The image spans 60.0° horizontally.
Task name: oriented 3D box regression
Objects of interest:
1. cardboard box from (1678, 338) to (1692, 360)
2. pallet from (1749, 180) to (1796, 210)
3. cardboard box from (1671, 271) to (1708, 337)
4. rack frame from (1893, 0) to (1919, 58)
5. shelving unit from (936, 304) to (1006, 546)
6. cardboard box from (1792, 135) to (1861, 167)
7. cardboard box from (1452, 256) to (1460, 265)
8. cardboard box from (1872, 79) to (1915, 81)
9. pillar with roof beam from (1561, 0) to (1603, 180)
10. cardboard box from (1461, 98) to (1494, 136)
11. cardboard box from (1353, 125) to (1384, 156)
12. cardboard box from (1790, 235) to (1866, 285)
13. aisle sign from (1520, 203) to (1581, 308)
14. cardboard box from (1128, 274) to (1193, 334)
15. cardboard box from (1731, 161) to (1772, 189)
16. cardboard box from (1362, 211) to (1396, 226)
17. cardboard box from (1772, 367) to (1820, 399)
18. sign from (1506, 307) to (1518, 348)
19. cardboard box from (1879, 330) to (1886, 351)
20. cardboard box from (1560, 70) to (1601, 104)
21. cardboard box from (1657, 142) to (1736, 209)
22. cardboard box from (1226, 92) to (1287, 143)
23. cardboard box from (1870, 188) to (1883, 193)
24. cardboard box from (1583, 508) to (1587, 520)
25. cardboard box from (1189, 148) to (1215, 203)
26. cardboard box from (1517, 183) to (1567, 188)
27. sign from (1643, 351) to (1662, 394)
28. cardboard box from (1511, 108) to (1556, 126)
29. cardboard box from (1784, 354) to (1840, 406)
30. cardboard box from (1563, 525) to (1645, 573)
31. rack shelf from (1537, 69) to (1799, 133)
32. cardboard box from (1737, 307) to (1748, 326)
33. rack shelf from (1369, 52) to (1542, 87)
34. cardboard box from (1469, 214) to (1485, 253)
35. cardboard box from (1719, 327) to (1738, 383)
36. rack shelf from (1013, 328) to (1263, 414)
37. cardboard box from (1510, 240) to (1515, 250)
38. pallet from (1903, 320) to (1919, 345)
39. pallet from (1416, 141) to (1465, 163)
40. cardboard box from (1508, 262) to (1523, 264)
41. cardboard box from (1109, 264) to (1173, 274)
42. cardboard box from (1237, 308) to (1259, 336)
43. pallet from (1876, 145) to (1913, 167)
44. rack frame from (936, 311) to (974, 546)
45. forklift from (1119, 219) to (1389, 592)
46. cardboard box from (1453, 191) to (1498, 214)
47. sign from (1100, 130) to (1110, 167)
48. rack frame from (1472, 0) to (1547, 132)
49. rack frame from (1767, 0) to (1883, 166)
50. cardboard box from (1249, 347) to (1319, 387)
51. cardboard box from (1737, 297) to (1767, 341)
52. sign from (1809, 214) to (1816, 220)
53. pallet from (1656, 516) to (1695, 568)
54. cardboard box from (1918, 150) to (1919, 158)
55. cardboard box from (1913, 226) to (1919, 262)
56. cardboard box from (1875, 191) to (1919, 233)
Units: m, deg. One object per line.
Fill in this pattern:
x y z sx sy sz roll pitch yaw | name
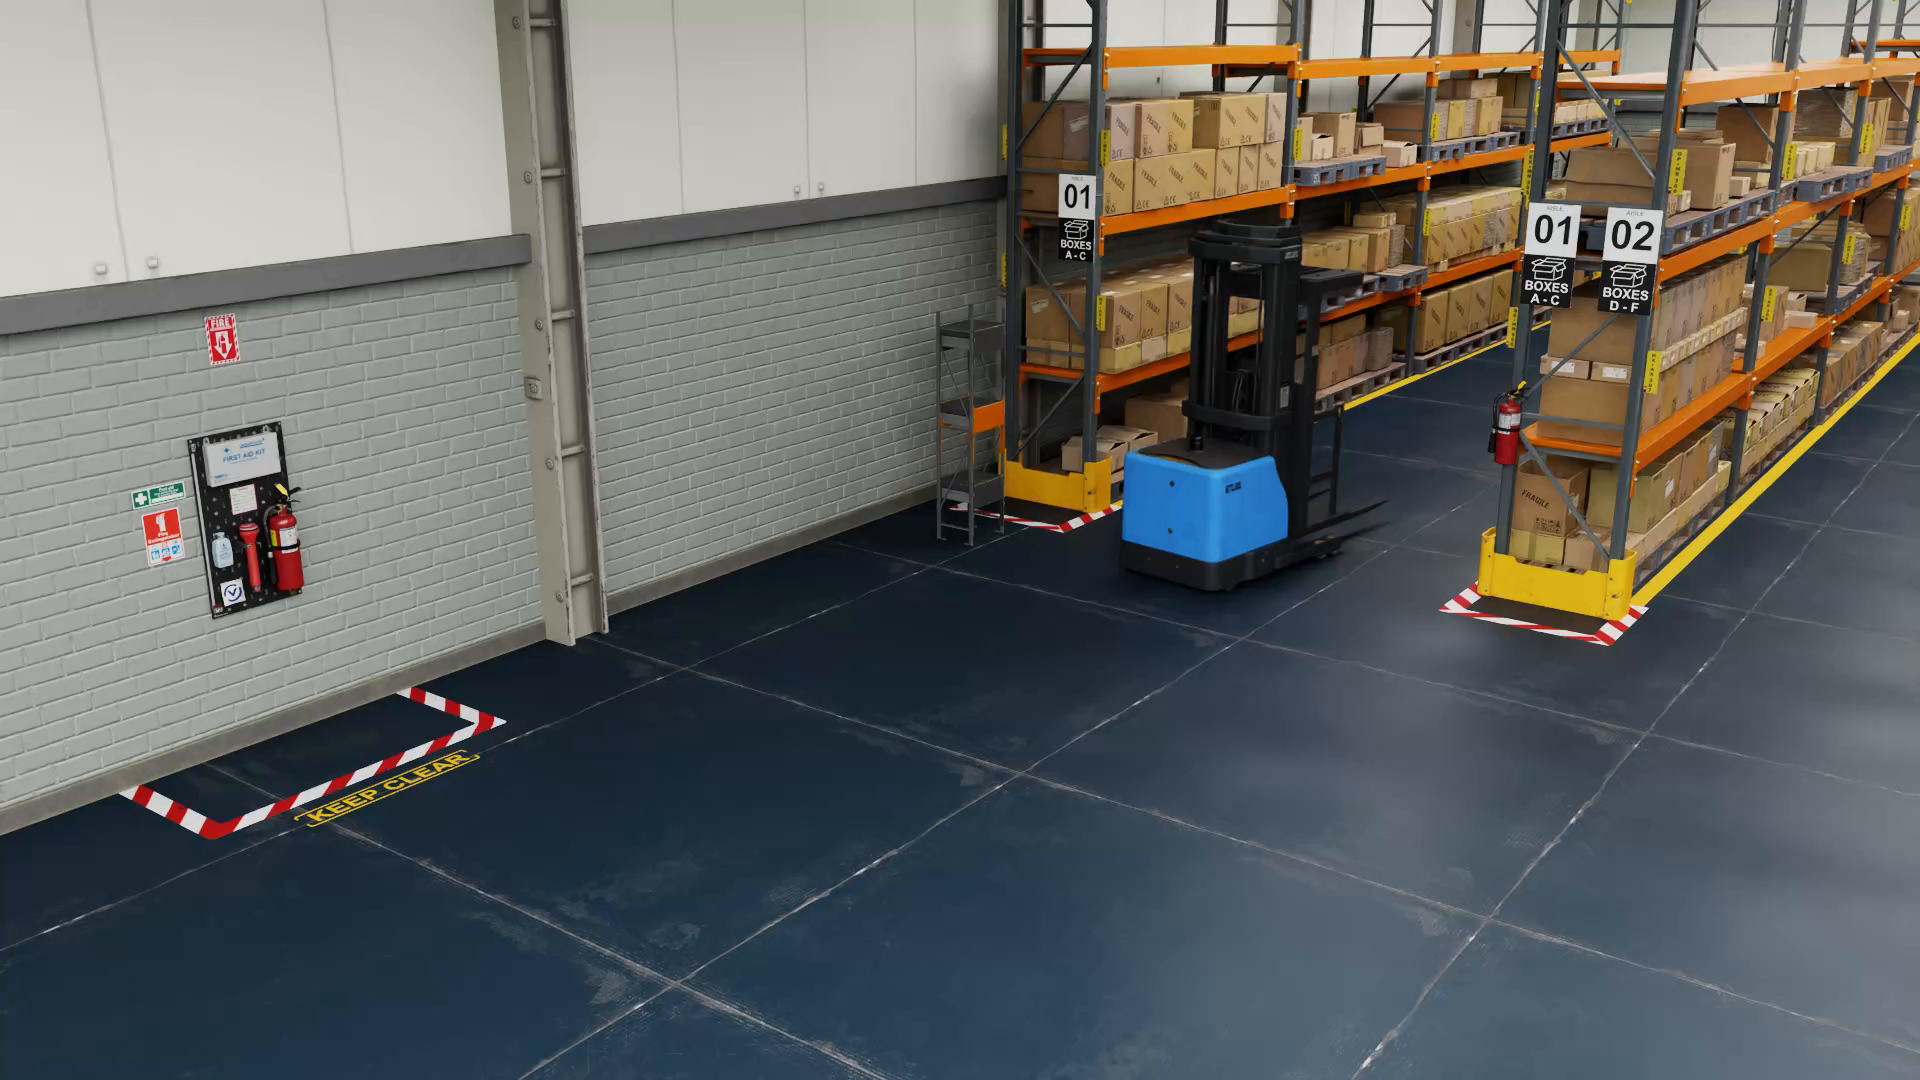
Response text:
6.035 -1.654 14.257 0.380 0.149 0.250 12 21 34 | cardboard box
7.761 -3.441 16.536 0.805 0.209 1.217 11 21 33 | pallet
6.089 -2.089 14.563 0.700 0.500 0.500 12 21 35 | cardboard box
14.396 -7.610 24.583 1.000 3.000 0.127 12 21 35 | rack frame
0.099 -1.042 15.066 0.431 2.100 0.503 12 21 35 | shelving unit
9.862 -4.430 19.231 0.910 0.500 0.500 12 21 35 | cardboard box
6.775 -3.953 23.311 0.380 0.149 0.250 13 21 36 | cardboard box
12.683 -5.967 22.494 0.700 0.500 0.500 12 21 35 | cardboard box
14.787 -8.520 27.512 9.100 9.000 0.400 12 21 35 | pillar with roof beam
7.140 -6.023 23.620 0.700 0.500 0.500 12 21 34 | cardboard box
4.802 -4.913 20.748 0.797 0.503 0.637 16 24 42 | cardboard box
10.612 -3.442 20.400 0.500 0.500 0.700 -15 23 -40 | cardboard box
4.587 -2.212 12.932 0.394 0.787 0.004 12 21 35 | aisle sign
2.023 -2.403 16.886 0.500 0.500 0.500 12 21 33 | cardboard box
7.621 -3.594 16.251 0.500 0.250 0.500 15 23 40 | cardboard box
5.467 -4.194 21.695 0.380 0.149 0.250 9 20 28 | cardboard box
9.515 -1.827 19.057 0.500 0.311 0.500 13 22 36 | cardboard box
4.435 -1.700 13.314 0.100 0.325 0.005 12 21 35 | sign
12.436 -2.780 22.937 0.500 0.311 0.500 12 21 35 | cardboard box
9.891 -7.247 26.583 0.500 0.500 0.500 13 22 36 | cardboard box
6.071 -3.029 13.777 0.500 0.500 0.500 12 21 35 | cardboard box
3.184 -4.562 17.935 0.500 0.500 0.500 10 20 30 | cardboard box
12.709 -4.726 23.558 0.500 0.500 0.500 13 21 35 | cardboard box
5.233 -0.123 14.516 0.500 0.250 0.500 12 21 35 | cardboard box
2.239 -3.711 16.884 0.500 0.500 0.500 14 22 38 | cardboard box
9.695 -5.464 27.283 0.980 0.700 0.700 12 21 34 | cardboard box
5.305 -1.286 12.741 0.100 0.325 0.005 12 21 35 | sign
8.655 -6.394 25.101 0.500 0.250 0.500 12 21 35 | cardboard box
10.130 -1.914 19.829 0.500 0.500 0.500 14 22 37 | cardboard box
5.361 0.090 13.831 0.500 0.250 0.500 12 21 35 | cardboard box
6.054 -3.741 14.011 1.077 0.370 4.000 12 21 35 | rack shelf
7.256 -2.142 15.827 0.380 0.149 0.250 12 21 35 | cardboard box
6.840 -6.521 22.963 1.077 0.370 4.000 12 21 35 | rack shelf
7.064 -4.351 23.498 0.500 0.500 0.500 13 22 36 | cardboard box
6.986 -1.828 15.910 0.700 0.500 0.500 12 21 33 | cardboard box
2.073 -1.942 17.658 1.077 0.370 4.000 12 21 35 | rack shelf
8.058 -4.426 24.835 0.380 0.149 0.250 13 21 35 | cardboard box
13.876 -3.205 25.216 1.003 0.211 1.213 12 21 35 | pallet
5.990 -5.219 22.260 1.213 0.211 1.003 14 22 37 | pallet
8.934 -4.393 26.751 0.380 0.149 0.250 13 21 35 | cardboard box
1.904 -2.617 17.573 0.500 0.500 0.500 13 21 35 | cardboard box
2.923 -2.416 18.191 0.500 0.250 0.500 13 21 35 | cardboard box
11.567 -4.992 21.528 1.213 0.211 1.003 12 21 35 | pallet
-0.047 -0.984 14.878 0.400 2.100 0.015 12 21 35 | rack frame
2.765 -1.328 14.583 1.130 2.935 3.031 16 24 42 | forklift
7.343 -4.826 23.766 0.500 0.250 0.500 13 21 36 | cardboard box
1.318 -3.563 15.134 0.100 0.325 0.005 12 21 35 | sign
8.032 -7.532 24.331 1.000 3.000 0.127 12 21 35 | rack frame
9.629 -5.705 18.447 1.000 3.000 0.127 12 21 35 | rack frame
3.958 -2.088 20.389 0.700 0.500 0.500 12 21 34 | cardboard box
8.030 -2.240 17.238 0.500 0.500 0.500 14 22 39 | cardboard box
11.572 -4.300 22.579 0.100 0.325 0.005 12 21 35 | sign
6.012 -0.082 15.157 1.003 0.211 1.213 12 21 35 | pallet
12.802 -5.344 22.595 0.500 0.250 0.500 12 21 35 | cardboard box
13.439 -4.276 23.794 0.500 0.500 0.500 12 21 34 | cardboard box
12.826 -4.503 22.839 0.500 0.500 0.500 12 21 33 | cardboard box
